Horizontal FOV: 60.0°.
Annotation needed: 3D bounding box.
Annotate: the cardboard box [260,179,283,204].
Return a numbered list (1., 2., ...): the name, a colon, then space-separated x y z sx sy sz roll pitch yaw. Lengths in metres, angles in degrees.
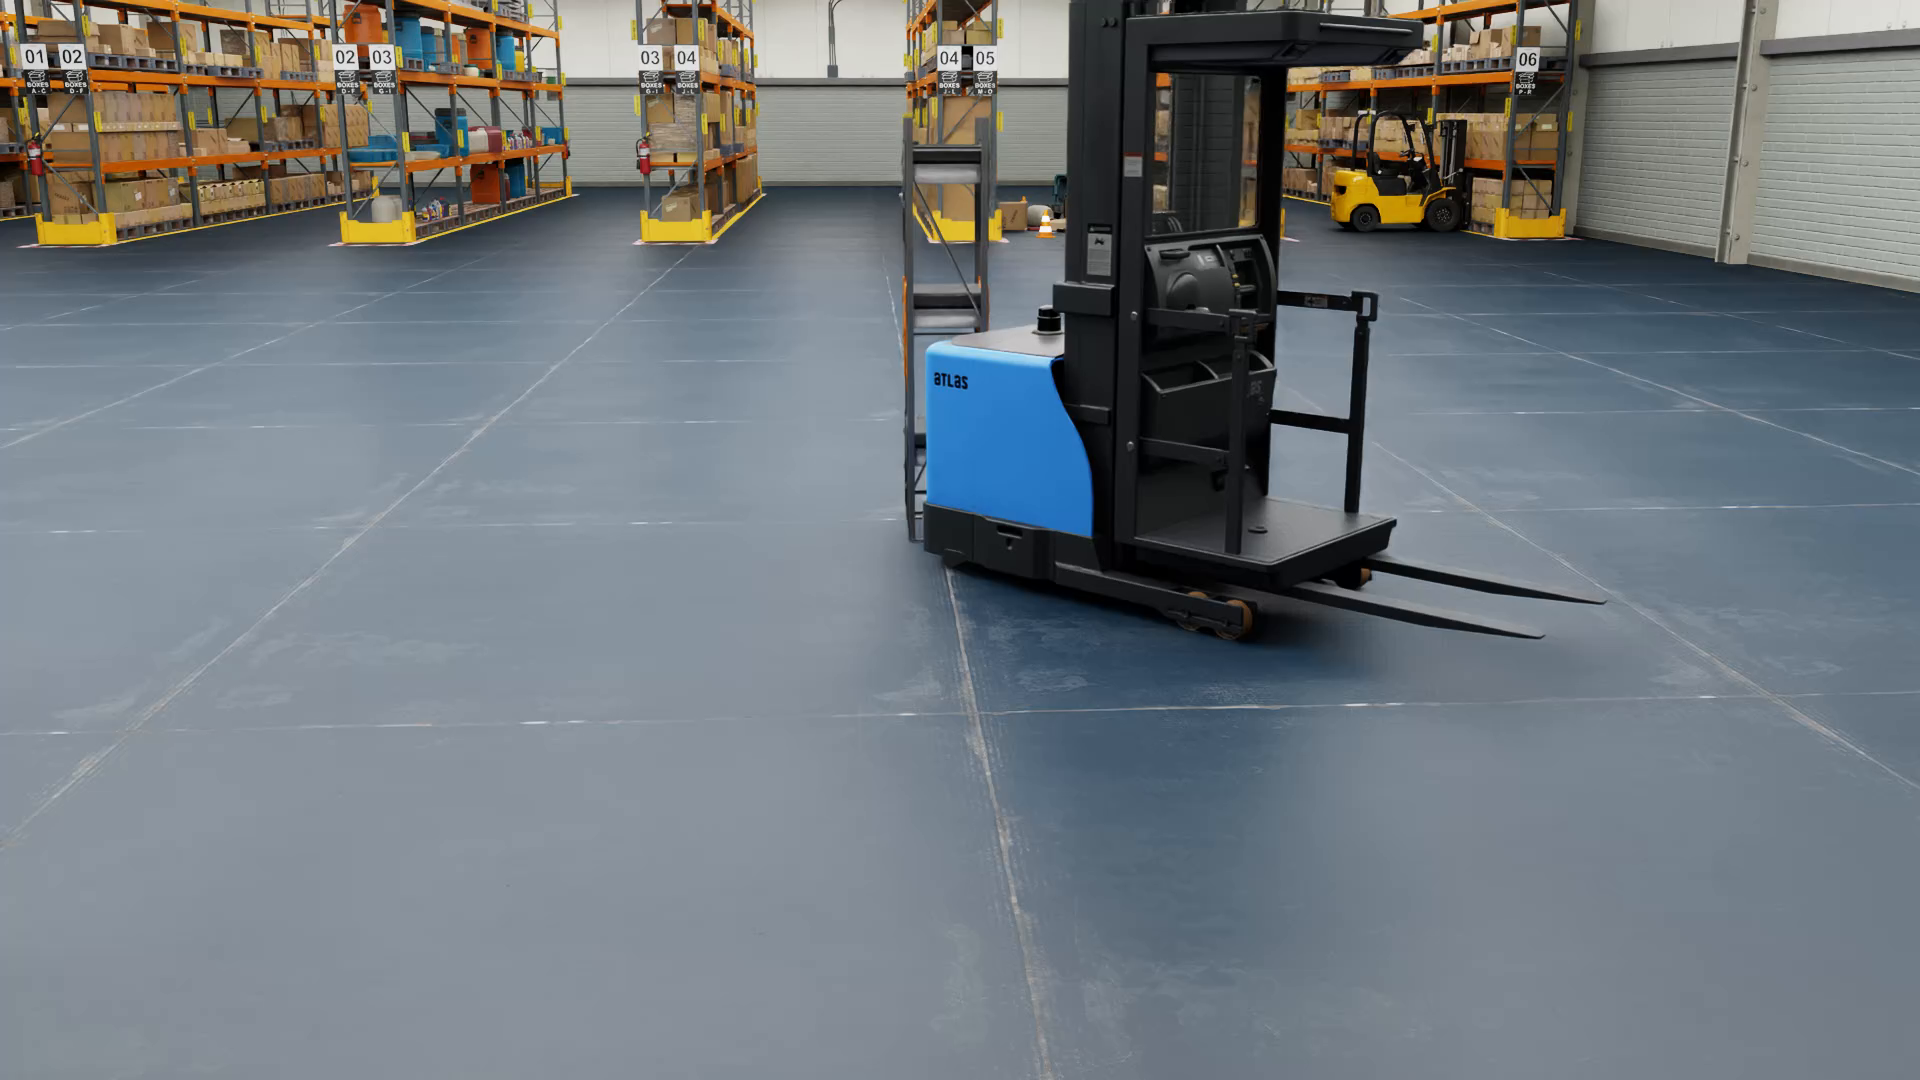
1. cardboard box: -14.964 -7.520 35.868 0.500 0.500 0.500 0 14 -1

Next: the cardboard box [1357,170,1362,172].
1. cardboard box: 9.180 -8.276 37.544 0.380 0.149 0.250 -2 15 -6

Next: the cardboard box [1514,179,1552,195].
1. cardboard box: 10.166 -6.272 29.550 0.500 0.250 0.500 -1 14 -4

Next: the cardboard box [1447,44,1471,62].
1. cardboard box: 9.567 -9.239 31.529 0.500 0.311 0.500 -1 14 -2

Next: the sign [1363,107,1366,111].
1. sign: 9.817 -10.348 40.400 0.100 0.325 0.005 -1 14 -3

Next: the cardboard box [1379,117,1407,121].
1. cardboard box: 9.635 -9.165 37.084 0.500 0.500 0.500 0 14 -1

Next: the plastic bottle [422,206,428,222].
1. plastic bottle: -9.583 -5.834 29.772 0.097 0.271 0.097 0 14 0

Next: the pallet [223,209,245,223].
1. pallet: -15.137 -6.542 33.528 1.003 0.211 1.213 -1 14 -3

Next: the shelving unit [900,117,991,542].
1. shelving unit: -0.077 -1.073 8.485 0.431 2.100 0.503 -1 14 -3

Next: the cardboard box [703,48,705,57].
1. cardboard box: -4.639 -8.464 28.884 0.380 0.149 0.250 -1 14 -4

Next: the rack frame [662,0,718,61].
1. rack frame: -5.086 -10.463 31.132 1.000 3.000 0.127 -1 14 -3

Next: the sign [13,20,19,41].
1. sign: -15.268 -8.249 26.929 0.100 0.325 0.005 -1 14 -3

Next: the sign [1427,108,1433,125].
1. sign: 9.218 -8.300 32.599 0.100 0.325 0.005 -1 14 -3

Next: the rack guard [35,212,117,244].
1. rack guard: -14.724 -5.194 27.710 1.175 0.500 0.348 -1 14 -3

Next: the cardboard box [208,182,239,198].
1. cardboard box: -14.847 -7.038 33.409 0.500 0.311 0.500 0 14 -2

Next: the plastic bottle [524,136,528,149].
1. plastic bottle: -10.118 -9.264 38.747 0.061 0.283 0.133 -1 14 -3

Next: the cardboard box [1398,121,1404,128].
1. cardboard box: 9.313 -8.614 34.484 0.380 0.149 0.250 -1 14 -5

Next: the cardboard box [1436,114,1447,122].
1. cardboard box: 9.482 -8.211 32.319 0.380 0.149 0.250 -1 14 -2

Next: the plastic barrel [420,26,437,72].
1. plastic barrel: -10.278 -9.300 31.624 0.600 0.901 0.708 -1 14 -3

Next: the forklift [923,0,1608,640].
1. forklift: 1.257 -1.151 7.118 3.031 2.935 1.130 13 19 40

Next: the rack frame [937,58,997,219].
1. rack frame: 0.118 -6.614 28.213 1.000 3.000 0.127 -1 14 -3

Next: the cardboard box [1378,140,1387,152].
1. cardboard box: 9.321 -8.471 35.730 0.500 0.250 0.500 -1 14 -5

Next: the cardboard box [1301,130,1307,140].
1. cardboard box: 8.925 -10.220 41.933 0.500 0.250 0.500 -1 14 -4

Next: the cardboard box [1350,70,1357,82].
1. cardboard box: 9.174 -10.536 37.737 0.500 0.250 0.500 -1 14 -3

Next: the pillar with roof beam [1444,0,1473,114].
1. pillar with roof beam: 6.195 -11.311 34.430 9.100 9.000 0.400 -1 14 -3

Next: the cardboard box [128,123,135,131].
1. cardboard box: -14.617 -7.194 28.966 0.380 0.149 0.250 -1 14 -4

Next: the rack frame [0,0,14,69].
1. rack frame: -20.165 -11.228 34.106 1.000 3.000 0.127 -1 14 -3

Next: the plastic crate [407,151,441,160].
1. plastic crate: -9.676 -6.953 30.060 0.530 0.136 0.437 -1 14 -3

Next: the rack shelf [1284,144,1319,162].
1. rack shelf: 9.139 -9.927 42.531 1.077 0.370 4.000 -1 14 -3

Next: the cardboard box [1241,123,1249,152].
1. cardboard box: 4.744 -7.039 29.066 0.500 0.500 0.500 -1 14 -4

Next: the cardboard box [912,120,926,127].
1. cardboard box: -0.865 -9.088 36.297 0.380 0.149 0.250 -1 15 -6

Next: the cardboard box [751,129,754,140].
1. cardboard box: -5.472 -10.244 42.025 0.500 0.250 0.500 -1 14 -5

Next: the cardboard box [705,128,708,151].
1. cardboard box: -5.003 -7.264 29.942 0.875 0.500 0.500 -1 14 -3

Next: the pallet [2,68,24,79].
1. pallet: -20.258 -9.843 35.123 1.213 0.211 1.003 0 14 -1

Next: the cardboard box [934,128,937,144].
1. cardboard box: -0.006 -6.915 29.080 0.875 0.550 0.550 -1 14 -3

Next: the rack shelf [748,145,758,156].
1. rack shelf: -5.706 -9.696 41.635 1.077 0.370 4.000 -1 14 -3

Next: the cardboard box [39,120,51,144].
1. cardboard box: -19.963 -8.780 35.794 0.500 0.500 0.500 0 14 -2

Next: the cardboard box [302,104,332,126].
1. cardboard box: -15.218 -10.049 39.356 0.500 0.500 0.500 -1 14 -2

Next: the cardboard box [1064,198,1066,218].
1. cardboard box: 2.351 -6.203 31.351 0.797 0.637 0.503 -1 14 -3

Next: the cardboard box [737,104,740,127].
1. cardboard box: -5.534 -9.923 38.858 0.797 0.503 0.637 -1 14 -5

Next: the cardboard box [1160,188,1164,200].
1. cardboard box: 4.677 -7.123 34.622 0.950 0.372 0.625 0 14 -2

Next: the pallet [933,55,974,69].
1. pallet: 0.062 -8.208 28.566 1.003 0.211 1.213 -1 14 -3

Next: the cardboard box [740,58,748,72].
1. cardboard box: -5.610 -11.760 40.948 0.700 0.500 0.500 0 14 -1

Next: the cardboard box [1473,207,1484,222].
1. cardboard box: 9.641 -5.901 30.115 0.500 0.250 0.500 -1 14 -3

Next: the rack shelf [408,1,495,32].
1. rack shelf: -10.153 -10.342 32.907 1.077 0.370 4.000 -1 14 -3

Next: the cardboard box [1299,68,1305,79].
1. cardboard box: 8.896 -11.800 42.053 0.500 0.250 0.500 -1 14 -4

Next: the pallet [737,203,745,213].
1. pallet: -5.308 -7.399 36.860 1.003 0.211 1.213 -1 14 -3

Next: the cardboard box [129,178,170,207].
1. cardboard box: -14.673 -6.280 30.083 0.500 0.500 0.500 -1 14 -3

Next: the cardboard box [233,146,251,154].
1. cardboard box: -14.890 -8.059 34.333 0.380 0.149 0.250 -1 14 -3

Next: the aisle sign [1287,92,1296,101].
1. aisle sign: 8.718 -12.044 44.099 0.394 0.787 0.004 -1 14 -3

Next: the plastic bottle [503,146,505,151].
1. plastic bottle: -9.956 -8.614 36.221 0.061 0.283 0.133 -1 14 -3
